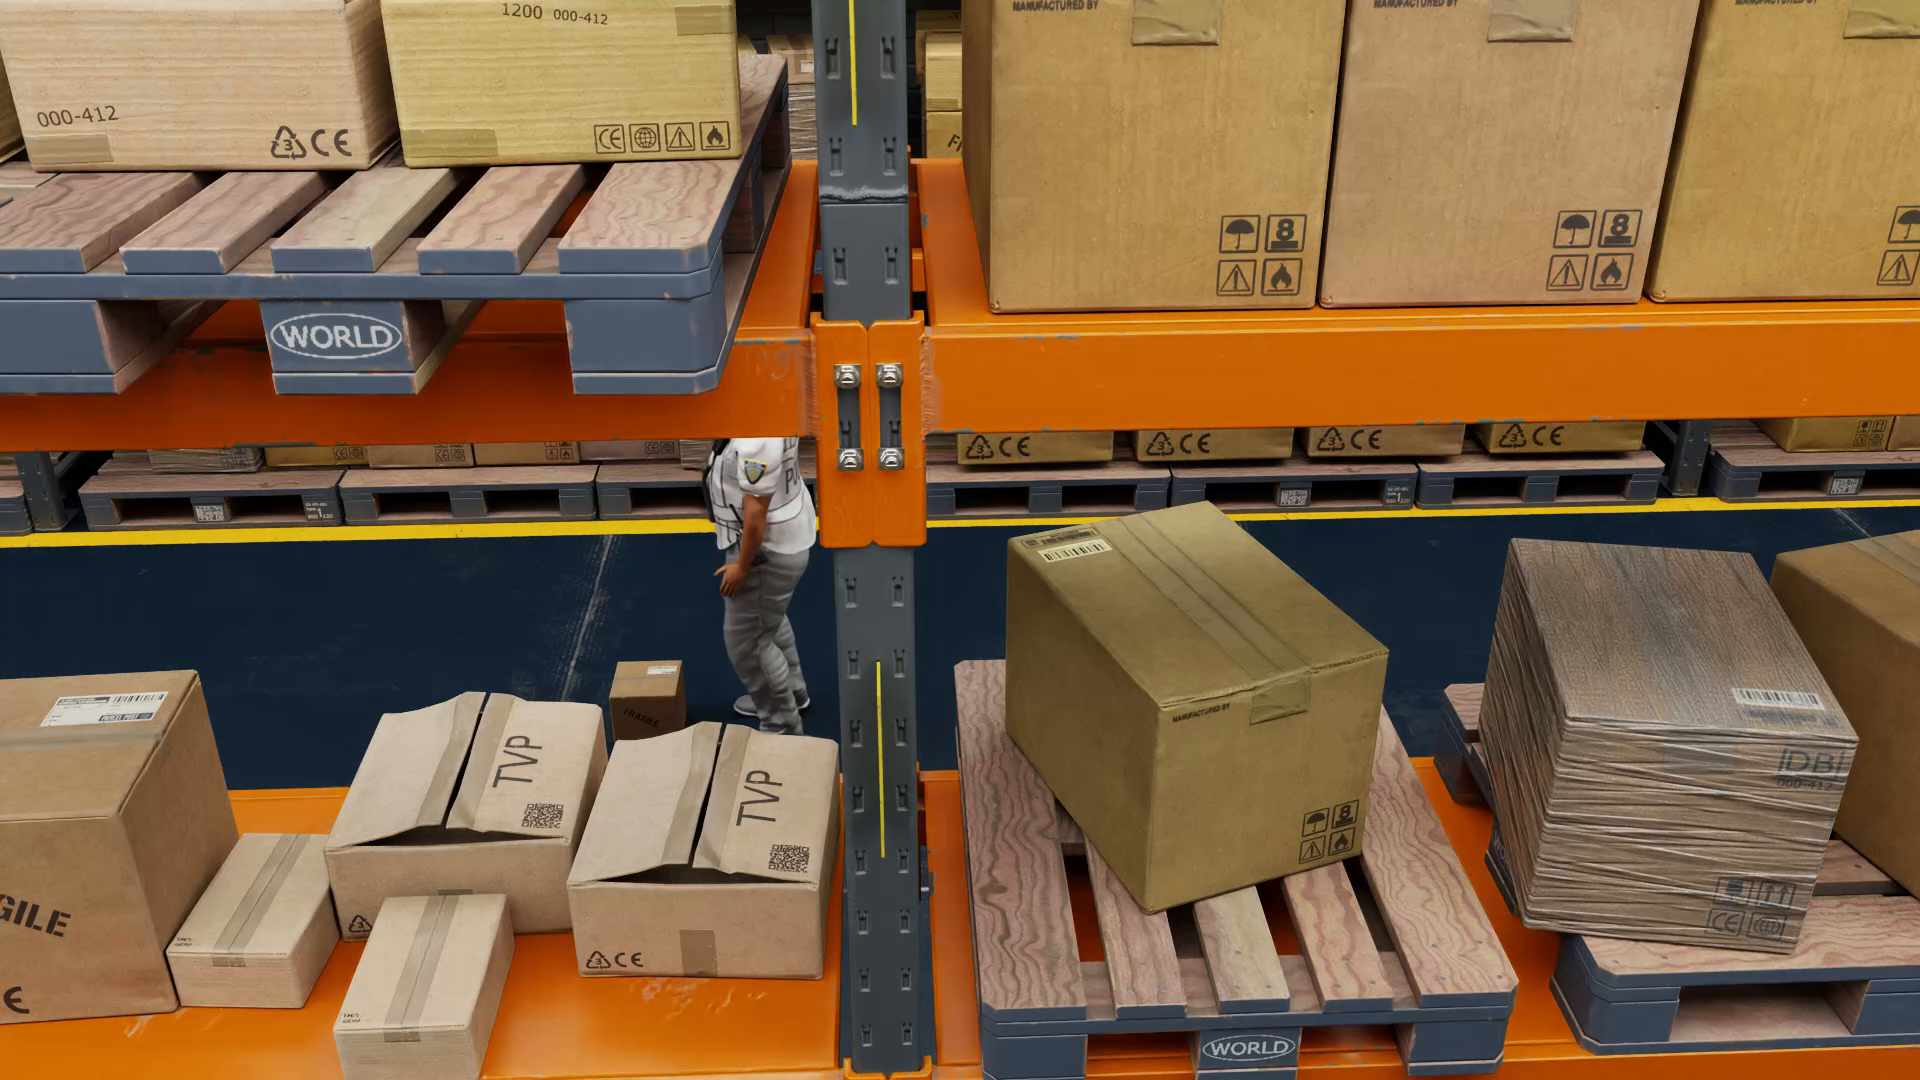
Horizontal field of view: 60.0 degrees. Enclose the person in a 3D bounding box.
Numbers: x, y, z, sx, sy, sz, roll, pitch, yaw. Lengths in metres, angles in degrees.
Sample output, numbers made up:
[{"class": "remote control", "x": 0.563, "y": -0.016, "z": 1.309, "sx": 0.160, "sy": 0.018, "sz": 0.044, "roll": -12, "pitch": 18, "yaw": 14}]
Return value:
[{"class": "person", "x": -0.734, "y": 0.025, "z": 6.101, "sx": 0.419, "sy": 1.645, "sz": 0.480, "roll": -1, "pitch": 28, "yaw": -2}]
